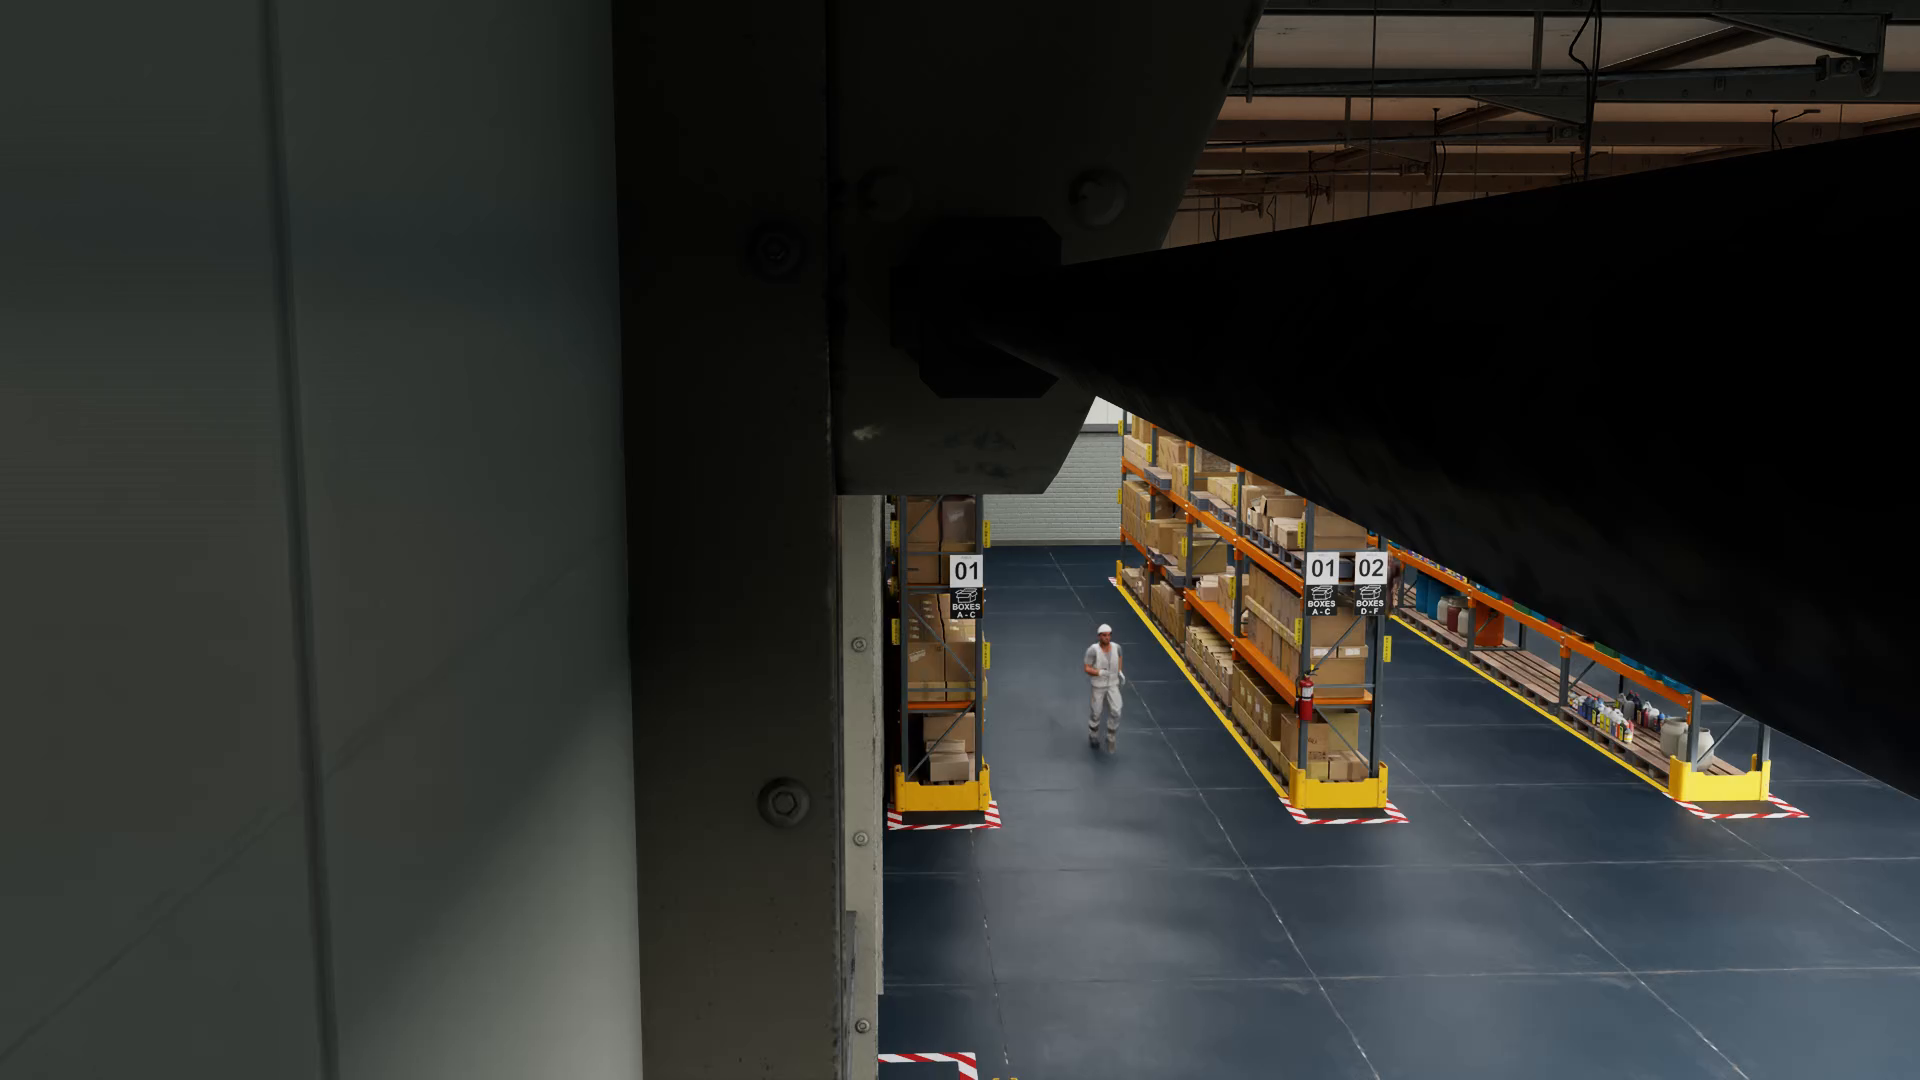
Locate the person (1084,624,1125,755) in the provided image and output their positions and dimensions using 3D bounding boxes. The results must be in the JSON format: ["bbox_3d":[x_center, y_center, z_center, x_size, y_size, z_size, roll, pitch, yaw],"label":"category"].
[{"bbox_3d":[2.015,2.062,23.062,0.648,1.828,0.836,-2,9,-13],"label":"person"}]

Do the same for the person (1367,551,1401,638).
[{"bbox_3d":[7.735,1.009,30.560,0.696,1.711,0.793,-2,9,-14],"label":"person"}]
